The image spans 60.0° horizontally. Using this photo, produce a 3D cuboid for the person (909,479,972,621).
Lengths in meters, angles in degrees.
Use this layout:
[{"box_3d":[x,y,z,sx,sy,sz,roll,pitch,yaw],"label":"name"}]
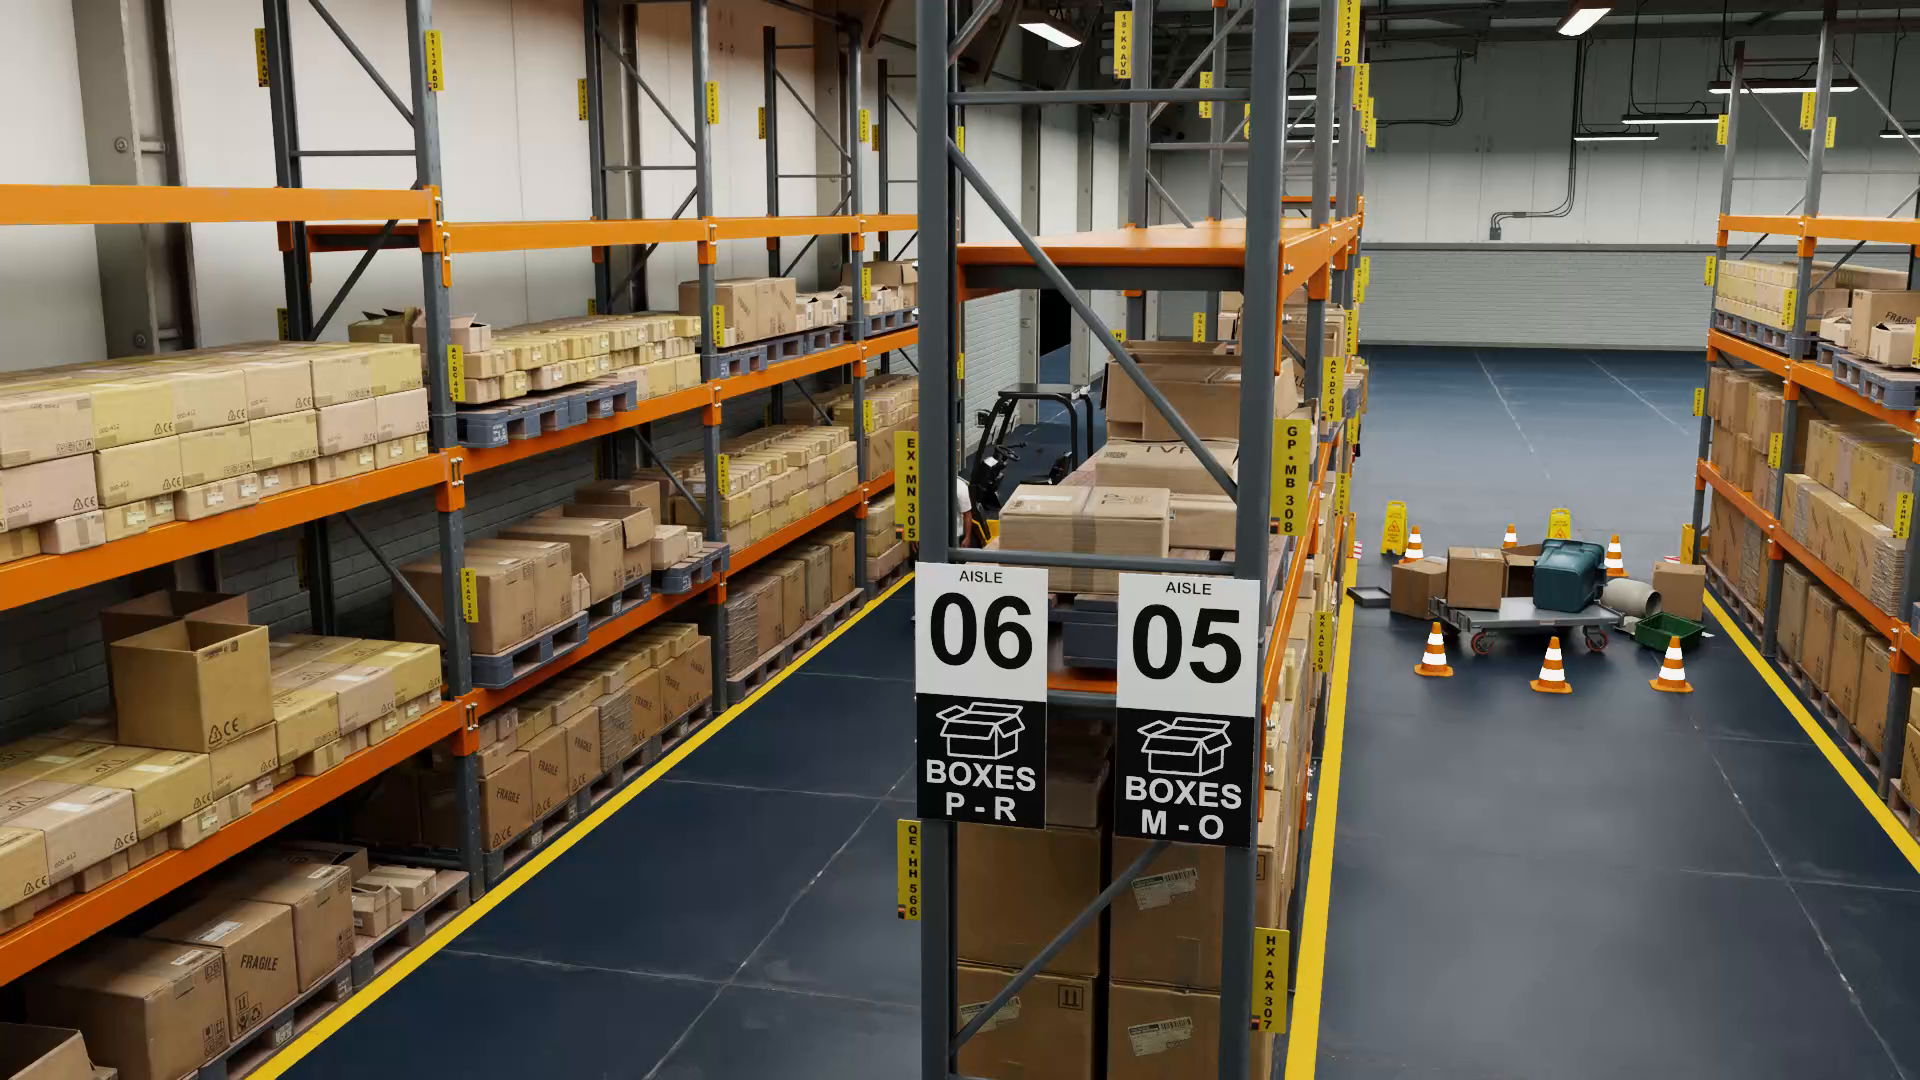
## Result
[{"box_3d":[-0.202,-0.026,17.037,0.638,1.757,0.457,3,12,13],"label":"person"}]
